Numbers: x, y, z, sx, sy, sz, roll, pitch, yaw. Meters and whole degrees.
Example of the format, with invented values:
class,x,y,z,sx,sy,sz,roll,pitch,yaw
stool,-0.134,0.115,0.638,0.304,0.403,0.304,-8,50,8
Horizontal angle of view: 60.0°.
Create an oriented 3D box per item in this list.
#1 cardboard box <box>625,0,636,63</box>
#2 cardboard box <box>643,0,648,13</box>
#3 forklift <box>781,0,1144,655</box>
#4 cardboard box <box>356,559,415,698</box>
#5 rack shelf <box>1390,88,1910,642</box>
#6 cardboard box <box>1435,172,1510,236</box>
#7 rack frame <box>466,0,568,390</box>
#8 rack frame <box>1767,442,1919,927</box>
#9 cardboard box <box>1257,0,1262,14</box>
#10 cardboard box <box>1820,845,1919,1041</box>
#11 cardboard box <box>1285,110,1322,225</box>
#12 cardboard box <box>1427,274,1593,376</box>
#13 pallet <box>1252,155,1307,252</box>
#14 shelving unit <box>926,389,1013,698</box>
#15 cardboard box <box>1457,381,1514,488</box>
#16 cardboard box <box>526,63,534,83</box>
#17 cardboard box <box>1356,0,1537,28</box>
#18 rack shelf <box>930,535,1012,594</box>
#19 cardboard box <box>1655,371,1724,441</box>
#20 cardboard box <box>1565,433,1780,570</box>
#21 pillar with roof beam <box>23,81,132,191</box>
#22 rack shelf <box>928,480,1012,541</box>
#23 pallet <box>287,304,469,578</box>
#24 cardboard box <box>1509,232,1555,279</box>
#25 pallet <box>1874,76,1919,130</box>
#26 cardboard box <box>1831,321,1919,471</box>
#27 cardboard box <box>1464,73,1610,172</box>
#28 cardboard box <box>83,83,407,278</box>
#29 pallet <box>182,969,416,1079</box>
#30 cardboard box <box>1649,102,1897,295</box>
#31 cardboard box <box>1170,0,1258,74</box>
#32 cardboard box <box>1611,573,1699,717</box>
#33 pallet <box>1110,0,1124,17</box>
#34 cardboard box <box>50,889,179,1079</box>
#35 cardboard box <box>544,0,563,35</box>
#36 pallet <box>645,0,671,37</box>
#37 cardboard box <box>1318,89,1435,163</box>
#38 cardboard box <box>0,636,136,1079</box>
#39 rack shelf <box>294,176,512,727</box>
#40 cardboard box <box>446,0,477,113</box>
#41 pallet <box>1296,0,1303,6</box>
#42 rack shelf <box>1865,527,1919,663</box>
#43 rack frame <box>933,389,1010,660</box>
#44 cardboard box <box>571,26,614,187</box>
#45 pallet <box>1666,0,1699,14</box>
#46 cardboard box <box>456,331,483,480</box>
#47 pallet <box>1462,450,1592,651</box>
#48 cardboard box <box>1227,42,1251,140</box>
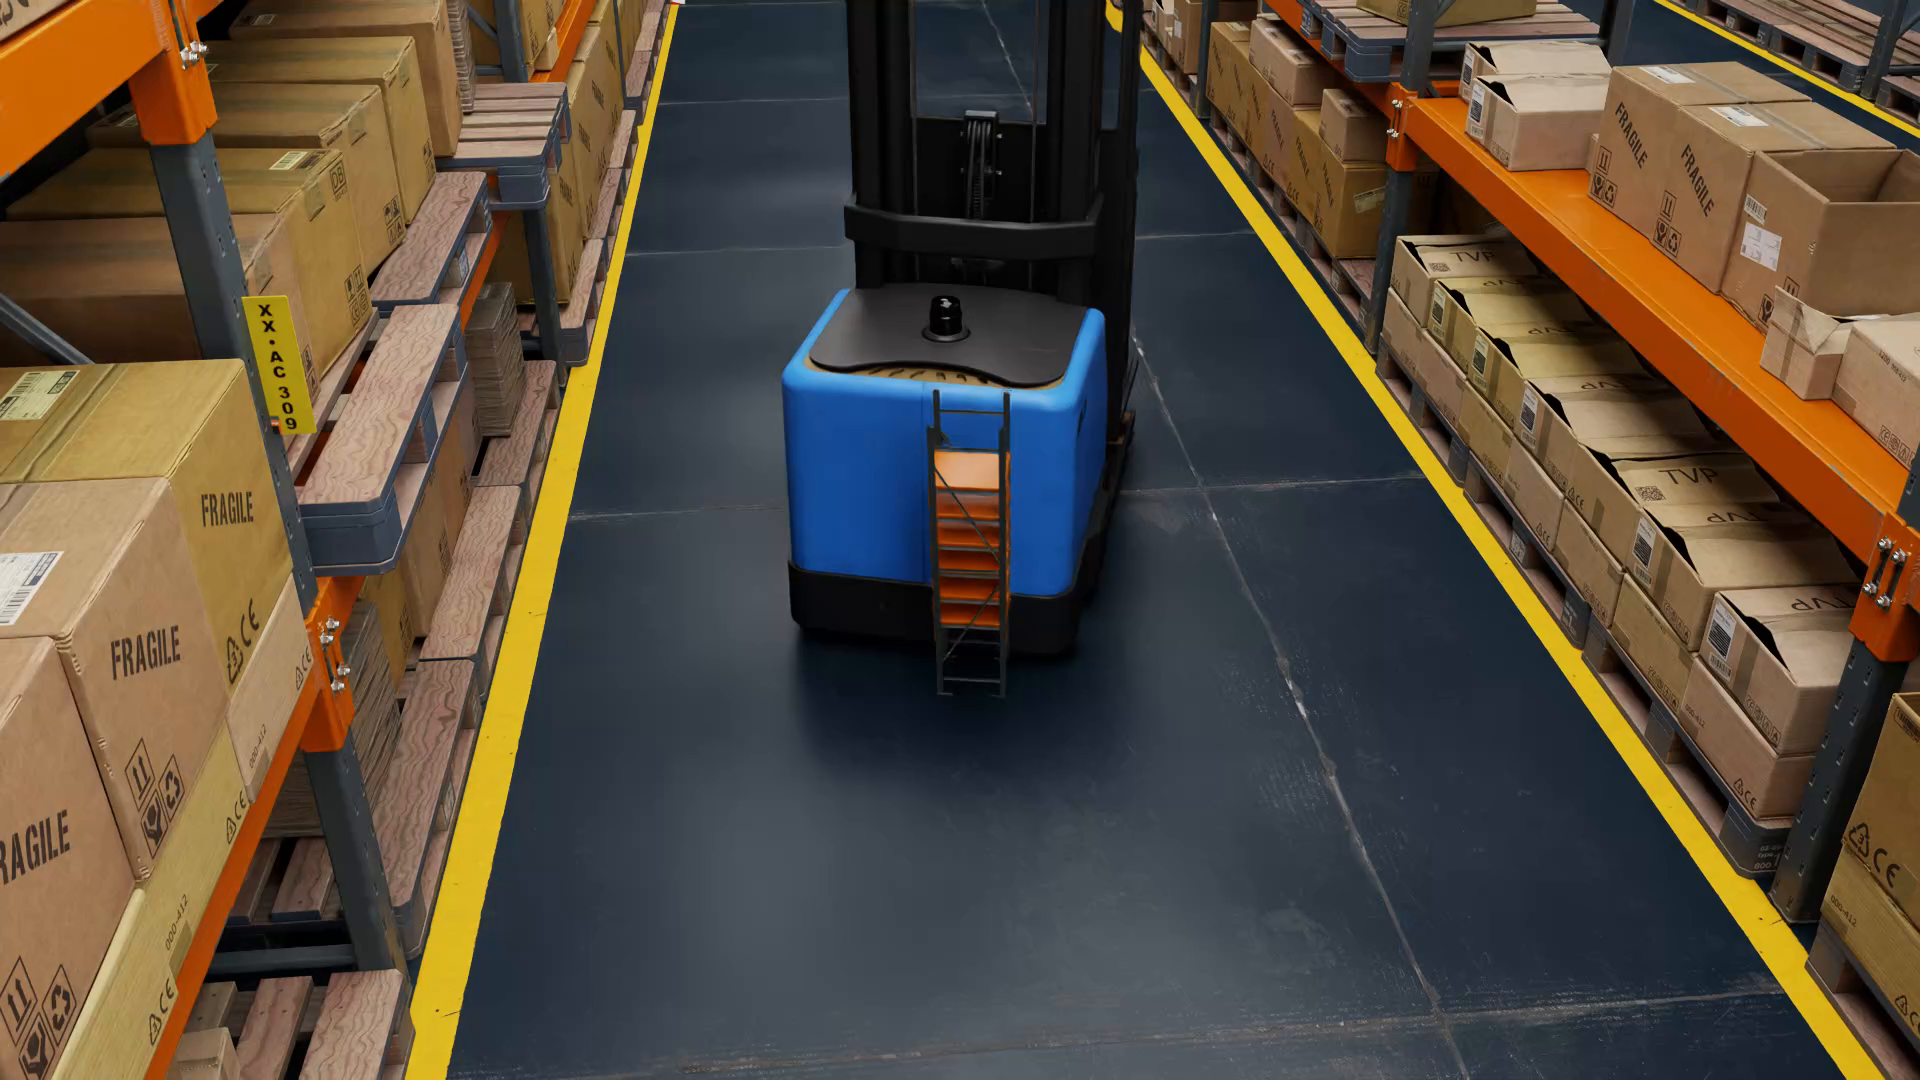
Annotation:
class,x,y,z,sx,sy,sz,roll,pitch,yaw
cardboard box,-2.778,-3.810,12.231,0.700,0.500,0.500,-3,31,-5
cardboard box,-2.929,-4.600,13.555,0.700,0.500,0.500,-3,31,-5
forklift,0.173,-1.592,6.558,1.130,2.935,3.031,6,31,10
cardboard box,-2.203,0.273,5.376,0.700,0.500,0.500,-3,31,-6
rack shelf,2.726,-0.926,6.077,1.077,0.370,4.000,-3,31,-5
cardboard box,2.781,-1.618,8.542,0.500,0.500,0.500,-1,31,-2
rack frame,-2.393,-2.017,7.202,1.000,3.000,0.127,-3,31,-5
rack frame,2.912,-0.214,4.183,1.000,3.000,0.127,-3,31,-5
cardboard box,1.984,-4.374,13.154,0.797,0.503,0.637,-3,31,-5
cardboard box,2.654,1.037,4.360,0.500,0.250,0.500,-3,31,-5
cardboard box,2.170,-2.102,9.353,0.500,0.500,0.500,-4,31,-6
cardboard box,2.353,-0.948,7.136,0.500,0.311,0.500,-3,31,-6
pallet,2.396,-2.063,9.999,1.003,0.211,1.213,-3,31,-5
shelving unit,0.038,0.043,5.494,0.258,1.200,0.189,3,43,5
cardboard box,2.398,-0.453,6.855,0.500,0.250,0.500,-4,31,-6
cardboard box,-2.208,-2.226,7.777,0.380,0.149,0.250,-2,31,-4
cardboard box,2.368,-2.796,7.998,0.700,0.500,0.500,-13,33,-21
rack shelf,0.039,0.075,5.524,0.258,0.103,0.180,3,43,5
cardboard box,2.977,-0.462,6.324,0.500,0.311,0.500,-2,31,-3
cardboard box,2.490,-0.168,5.831,0.500,0.311,0.500,-3,31,-5
pillar with roof beam,1.153,-4.094,4.828,9.100,9.000,0.400,-3,31,-5
rack shelf,0.034,-0.101,5.362,0.258,0.103,0.180,3,43,5
pallet,-1.946,-0.290,4.497,1.003,0.211,1.213,-3,31,-5
cardboard box,2.833,-1.241,7.628,0.500,0.311,0.500,-2,31,-3
pallet,7.128,-2.941,11.467,1.003,0.211,1.213,-3,31,-5
cardboard box,2.823,-0.399,4.639,0.500,0.250,0.500,-1,31,-1
cardboard box,2.429,-1.752,6.845,0.500,0.311,0.500,-3,31,-5
cardboard box,-2.171,-1.088,5.120,0.700,0.500,0.500,1,31,2
pallet,-1.921,1.564,3.926,1.003,0.211,1.213,-3,31,-5
cardboard box,2.761,-1.174,5.694,0.500,0.500,0.500,-3,31,-5
cardboard box,1.829,-3.691,12.014,0.500,0.500,0.500,-3,31,-5
cardboard box,2.540,0.330,5.544,0.500,0.250,0.500,-3,31,-5
pallet,1.874,-4.698,14.409,1.003,0.211,1.213,-3,31,-5
cardboard box,-1.573,0.819,2.580,0.500,0.250,0.500,-3,31,-5
cardboard box,-2.223,-2.724,7.979,0.500,0.500,0.500,-2,31,-3
pallet,-2.988,-4.500,14.078,1.003,0.211,1.213,-3,31,-5
cardboard box,2.208,-2.189,8.766,0.500,0.250,0.500,-2,31,-3
cardboard box,-1.578,0.498,2.387,0.500,0.500,0.500,-4,31,-6
rack shelf,-2.206,-0.687,5.677,1.077,0.370,4.000,-3,31,-5
cardboard box,-2.339,-2.009,6.662,0.700,0.500,0.500,-6,31,-10
pallet,2.352,-3.166,9.313,1.003,0.211,1.213,-3,31,-5
rack shelf,3.099,1.116,2.658,1.077,0.370,4.000,-3,31,-5
rack frame,0.046,-0.019,5.561,0.240,1.200,0.006,3,43,5
cardboard box,-2.491,-2.537,9.759,0.750,0.750,0.750,-2,31,-3
pallet,6.762,-4.956,14.841,1.003,0.211,1.213,-3,31,-5
cardboard box,-2.341,-0.499,6.669,0.700,0.500,0.500,-3,31,-5
pallet,2.688,-0.015,6.570,1.003,0.211,1.213,-3,31,-5
cardboard box,2.028,-2.884,10.661,0.500,0.500,0.500,-2,31,-4
